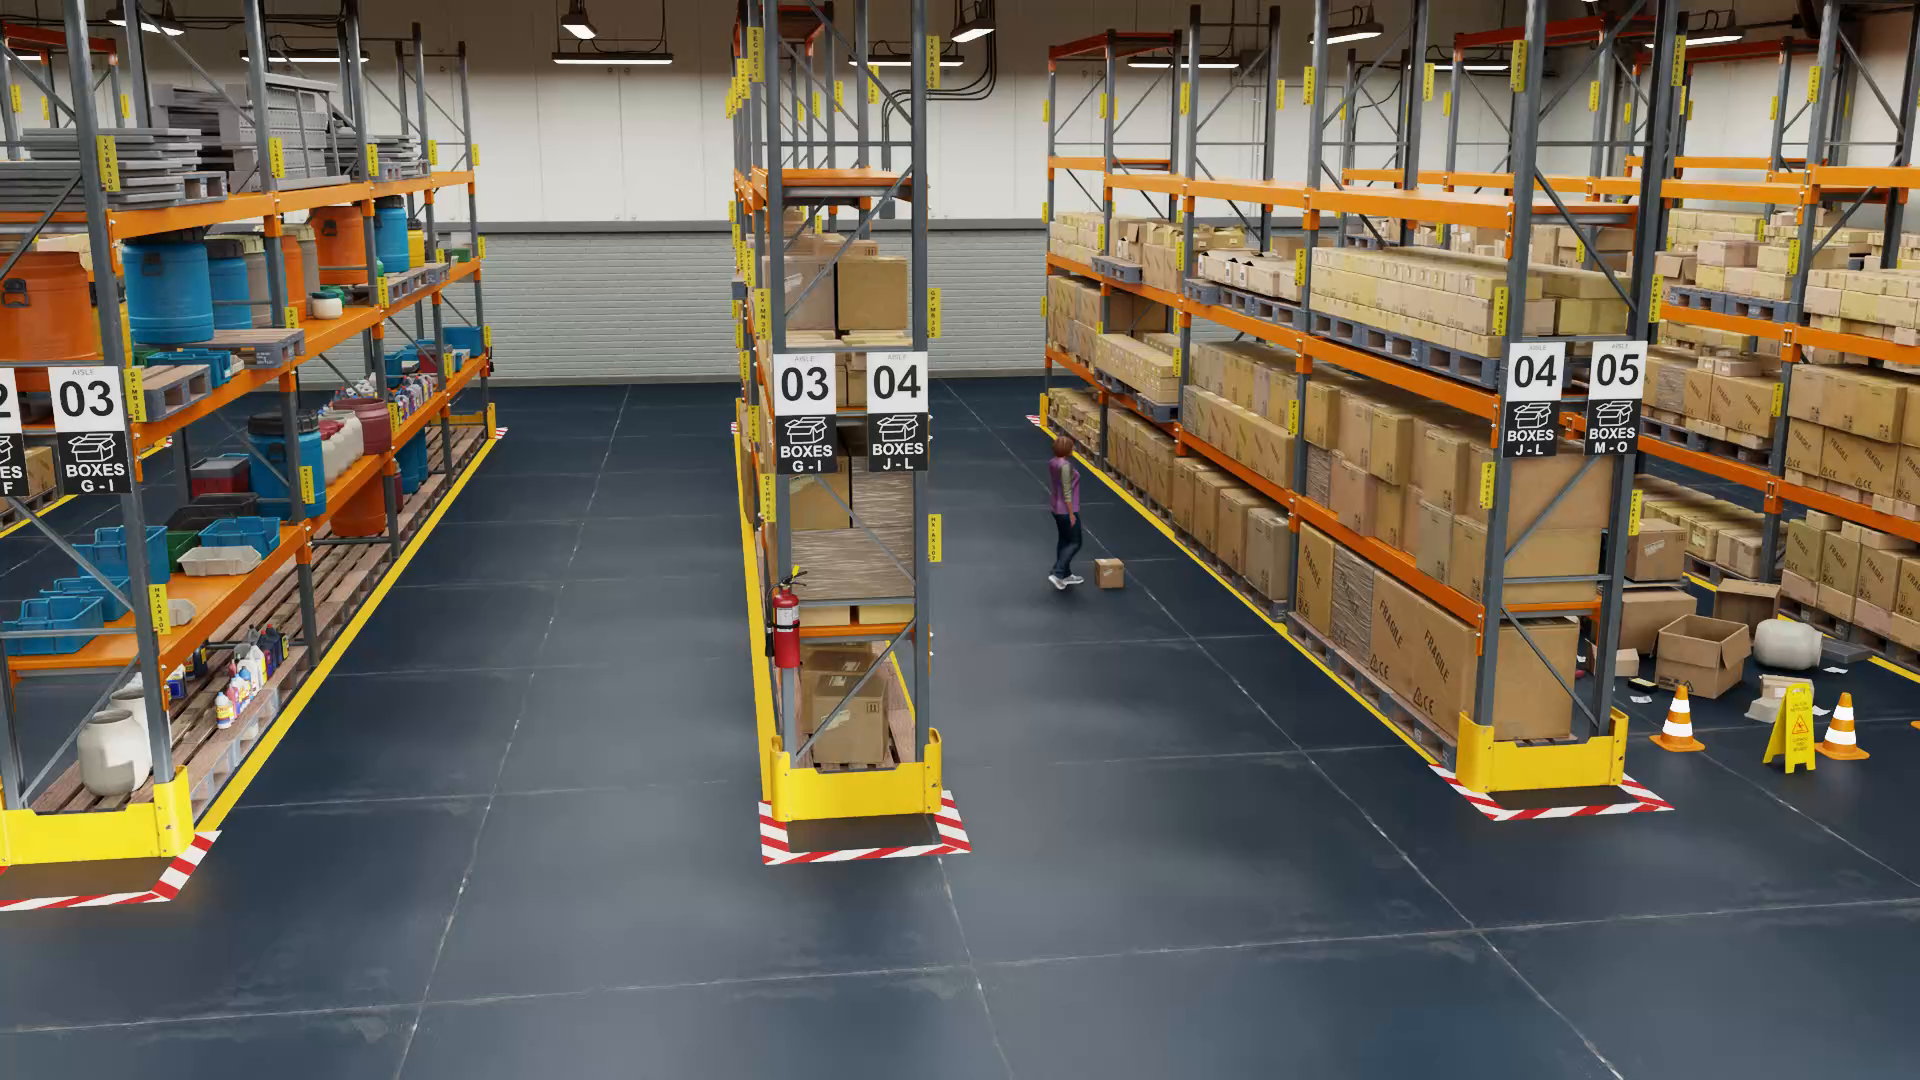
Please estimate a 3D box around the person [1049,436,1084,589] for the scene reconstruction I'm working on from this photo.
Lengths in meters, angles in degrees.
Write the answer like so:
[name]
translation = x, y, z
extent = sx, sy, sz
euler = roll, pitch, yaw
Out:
[person]
translation = 1.099, -0.294, 17.220
extent = 0.486, 1.597, 0.435
euler = -4, 14, -17
